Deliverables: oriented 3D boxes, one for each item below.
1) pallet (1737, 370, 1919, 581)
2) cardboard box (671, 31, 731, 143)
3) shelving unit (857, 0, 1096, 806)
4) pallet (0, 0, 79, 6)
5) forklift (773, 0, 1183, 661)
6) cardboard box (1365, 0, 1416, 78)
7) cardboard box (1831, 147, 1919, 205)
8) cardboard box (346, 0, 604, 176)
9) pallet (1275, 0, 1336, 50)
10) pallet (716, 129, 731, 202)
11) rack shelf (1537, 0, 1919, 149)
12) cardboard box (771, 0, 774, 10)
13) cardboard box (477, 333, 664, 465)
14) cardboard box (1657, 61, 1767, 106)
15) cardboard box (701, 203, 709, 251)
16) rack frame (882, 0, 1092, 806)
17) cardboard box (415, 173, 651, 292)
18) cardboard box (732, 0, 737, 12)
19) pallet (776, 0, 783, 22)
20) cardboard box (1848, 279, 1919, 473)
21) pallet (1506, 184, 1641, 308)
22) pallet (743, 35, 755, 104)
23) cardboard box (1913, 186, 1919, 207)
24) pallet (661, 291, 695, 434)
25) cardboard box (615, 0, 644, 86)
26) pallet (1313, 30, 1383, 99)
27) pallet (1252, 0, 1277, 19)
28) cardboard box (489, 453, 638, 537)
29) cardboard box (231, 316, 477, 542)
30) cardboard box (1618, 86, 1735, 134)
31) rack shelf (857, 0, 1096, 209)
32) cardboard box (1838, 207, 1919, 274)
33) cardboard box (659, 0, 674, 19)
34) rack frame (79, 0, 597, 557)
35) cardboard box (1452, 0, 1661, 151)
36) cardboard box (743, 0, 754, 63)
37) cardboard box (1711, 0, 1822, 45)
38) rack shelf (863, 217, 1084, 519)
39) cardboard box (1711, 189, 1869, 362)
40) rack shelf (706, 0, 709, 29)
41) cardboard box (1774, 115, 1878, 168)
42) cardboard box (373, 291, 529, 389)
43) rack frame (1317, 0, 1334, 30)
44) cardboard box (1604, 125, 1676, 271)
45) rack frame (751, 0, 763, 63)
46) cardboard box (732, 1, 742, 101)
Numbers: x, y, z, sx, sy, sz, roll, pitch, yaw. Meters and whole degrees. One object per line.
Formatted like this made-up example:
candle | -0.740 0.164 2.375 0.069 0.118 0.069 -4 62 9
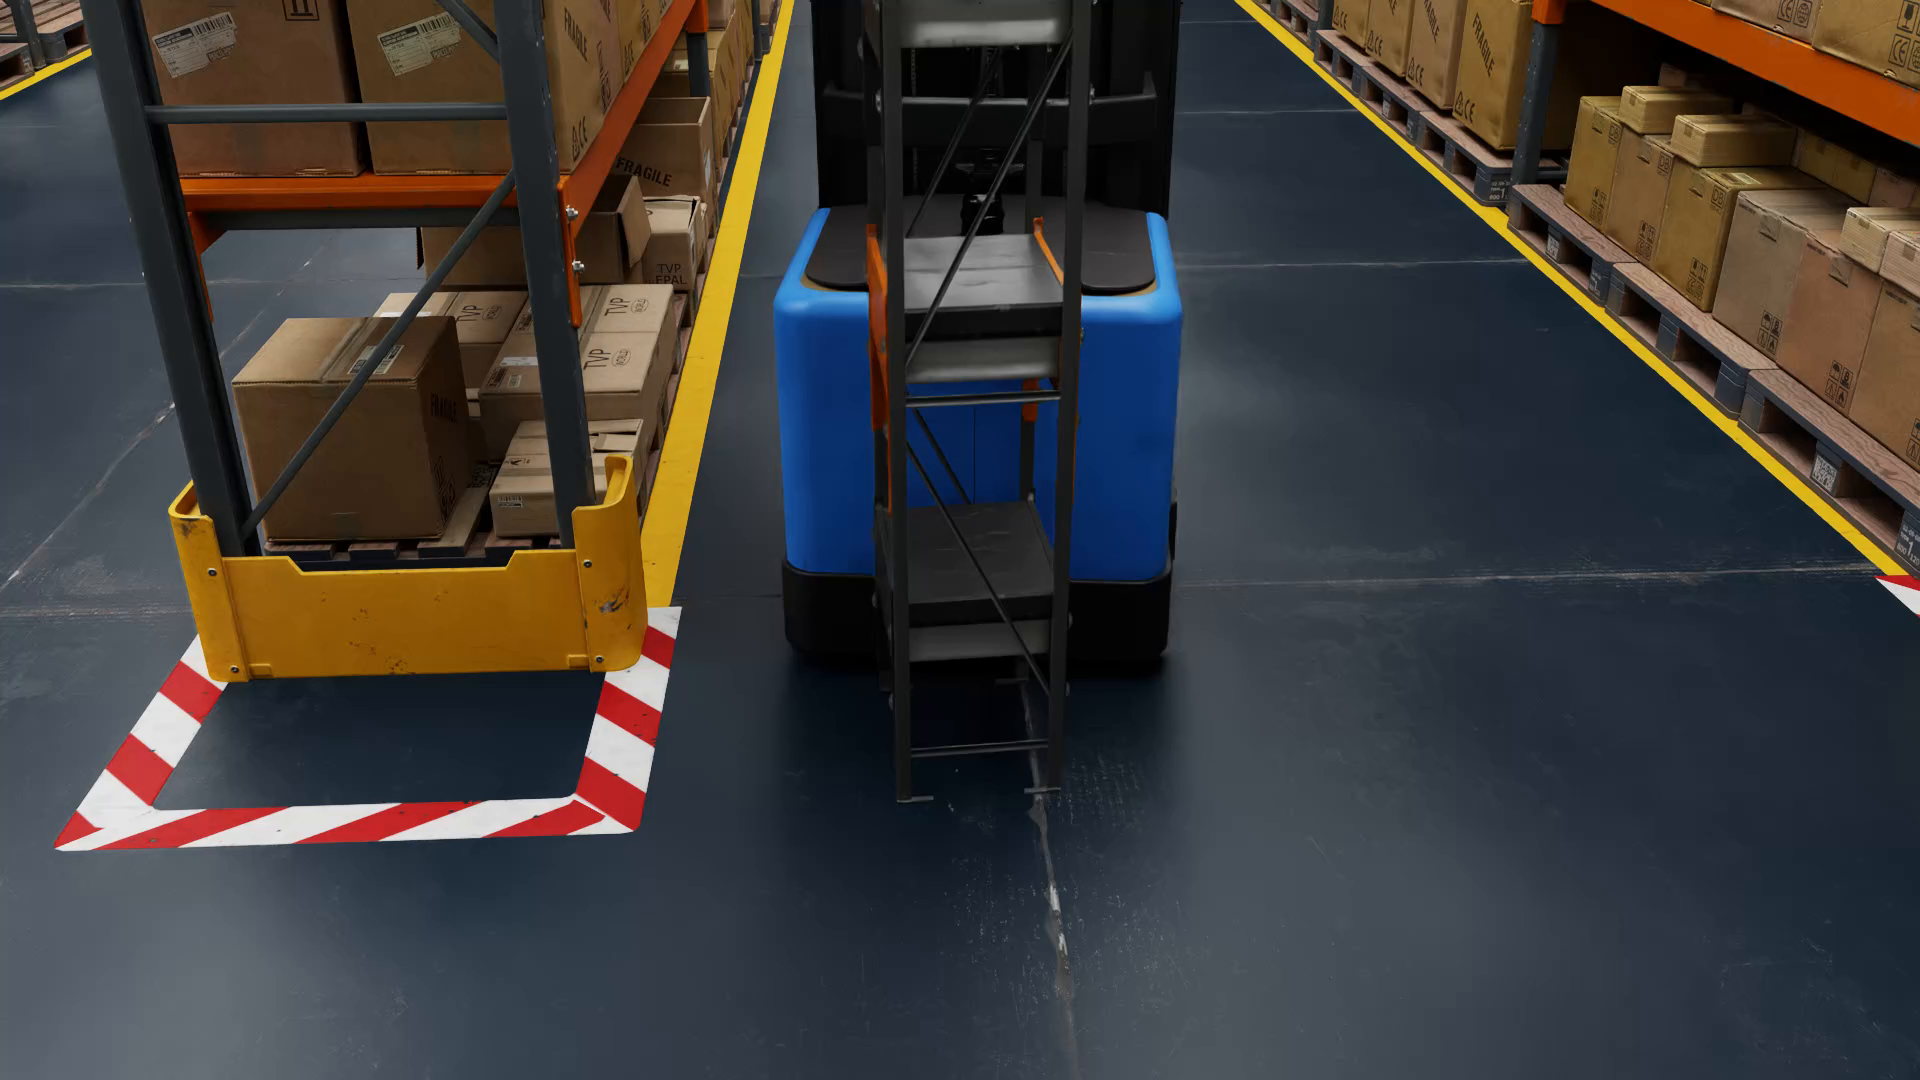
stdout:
pallet | 3.350 -0.253 5.507 1.003 0.211 1.213 -1 28 -3
cardboard box | -1.506 -2.410 8.855 0.500 0.500 0.500 -1 28 -2
shelving unit | 0.018 -0.412 3.759 0.431 2.100 0.503 -3 29 -7
pallet | -6.903 -4.262 13.193 1.003 0.211 1.213 -1 28 -3
forklift | 0.119 -1.619 5.184 1.130 2.935 3.031 1 28 3
cardboard box | 2.999 -3.302 10.208 0.750 0.750 0.750 -2 28 -3
cardboard box | 3.472 -1.341 6.125 0.380 0.149 0.250 -1 28 -2
cardboard box | -1.236 -1.256 4.307 0.500 0.500 0.500 -1 28 -2
pallet | 3.013 -3.941 12.578 1.003 0.211 1.213 -1 28 -3
pallet | -1.766 -1.986 8.830 1.003 0.211 1.213 -1 28 -3
rack shelf | 3.366 -1.727 6.095 1.077 0.370 4.000 -1 28 -3
cardboard box | -1.655 -4.143 12.470 0.500 0.250 0.500 -2 28 -4
cardboard box | -1.248 -0.466 5.397 0.500 0.250 0.500 -1 28 -3
cardboard box | 3.389 -2.059 7.501 0.380 0.149 0.250 -2 28 -3
cardboard box | -1.293 -1.351 7.204 0.380 0.149 0.250 -1 28 -3
rack frame | 0.049 -0.296 3.546 0.400 2.100 0.015 -3 29 -7
cardboard box | -1.582 -1.069 6.279 0.797 0.503 0.637 -1 28 -3
cardboard box | -1.546 -3.190 9.539 0.500 0.250 0.500 -2 28 -4
pallet | -1.959 -4.402 13.462 1.003 0.211 1.213 -1 28 -3
cardboard box | 3.334 -0.521 5.254 0.700 0.500 0.500 -1 28 -3
pallet | 3.223 -1.380 7.667 1.003 0.211 1.213 -1 28 -3
pallet | -1.893 -3.113 10.991 1.003 0.211 1.213 -1 28 -3
cardboard box | 3.500 -1.105 5.673 0.380 0.149 0.250 -1 28 -2
pallet | -1.584 -0.730 6.421 1.003 0.211 1.213 -1 28 -3
cardboard box | -1.292 -1.726 5.208 0.500 0.500 0.500 -1 28 -3
pallet | 3.018 -3.214 11.185 1.003 0.211 1.213 -1 28 -3
pallet | 2.952 -4.503 13.656 1.003 0.211 1.213 -1 28 -3
cardboard box | -1.155 -0.133 4.869 0.380 0.149 0.250 -1 28 -3
cardboard box | -1.751 -0.333 4.871 0.500 0.500 0.500 -1 28 -3
cardboard box | 3.034 -1.824 7.052 0.380 0.149 0.250 0 28 -1
rack shelf | 0.020 -1.015 3.432 0.431 0.518 0.480 -3 29 -7
cardboard box | 3.131 -0.981 5.435 0.380 0.149 0.250 -1 28 -1
cardboard box | -1.346 -2.192 6.102 0.500 0.500 0.500 -1 28 -1
rack frame | -1.477 -1.001 3.925 1.000 3.000 0.127 -1 28 -3
cardboard box | 3.098 -2.499 8.669 0.750 0.750 0.750 -1 28 -2
cardboard box | -1.611 -3.356 10.668 0.500 0.500 0.500 0 28 -1
cardboard box | 3.354 -2.178 5.859 0.980 0.700 0.700 -3 28 -5
rack shelf | 0.018 -0.400 3.766 0.431 0.518 0.480 -3 29 -7
cardboard box | 3.281 -0.984 6.142 0.700 0.500 0.500 -2 28 -4
rack shelf | -1.790 -3.453 9.404 1.077 0.370 4.000 -1 28 -3
cardboard box | 3.445 -1.577 6.578 0.380 0.149 0.250 -1 28 -2
cardboard box | -1.771 -0.661 5.772 0.500 0.250 0.500 -1 28 -3
rack frame | 3.052 -4.817 11.241 1.000 3.000 0.127 -1 28 -3
cardboard box | 3.221 -1.467 7.069 0.700 0.500 0.500 -2 28 -3
rack frame | -1.894 -4.695 11.009 1.000 3.000 0.127 -1 28 -3
cardboard box | -1.551 -2.875 9.745 0.500 0.500 0.500 -2 28 -5
